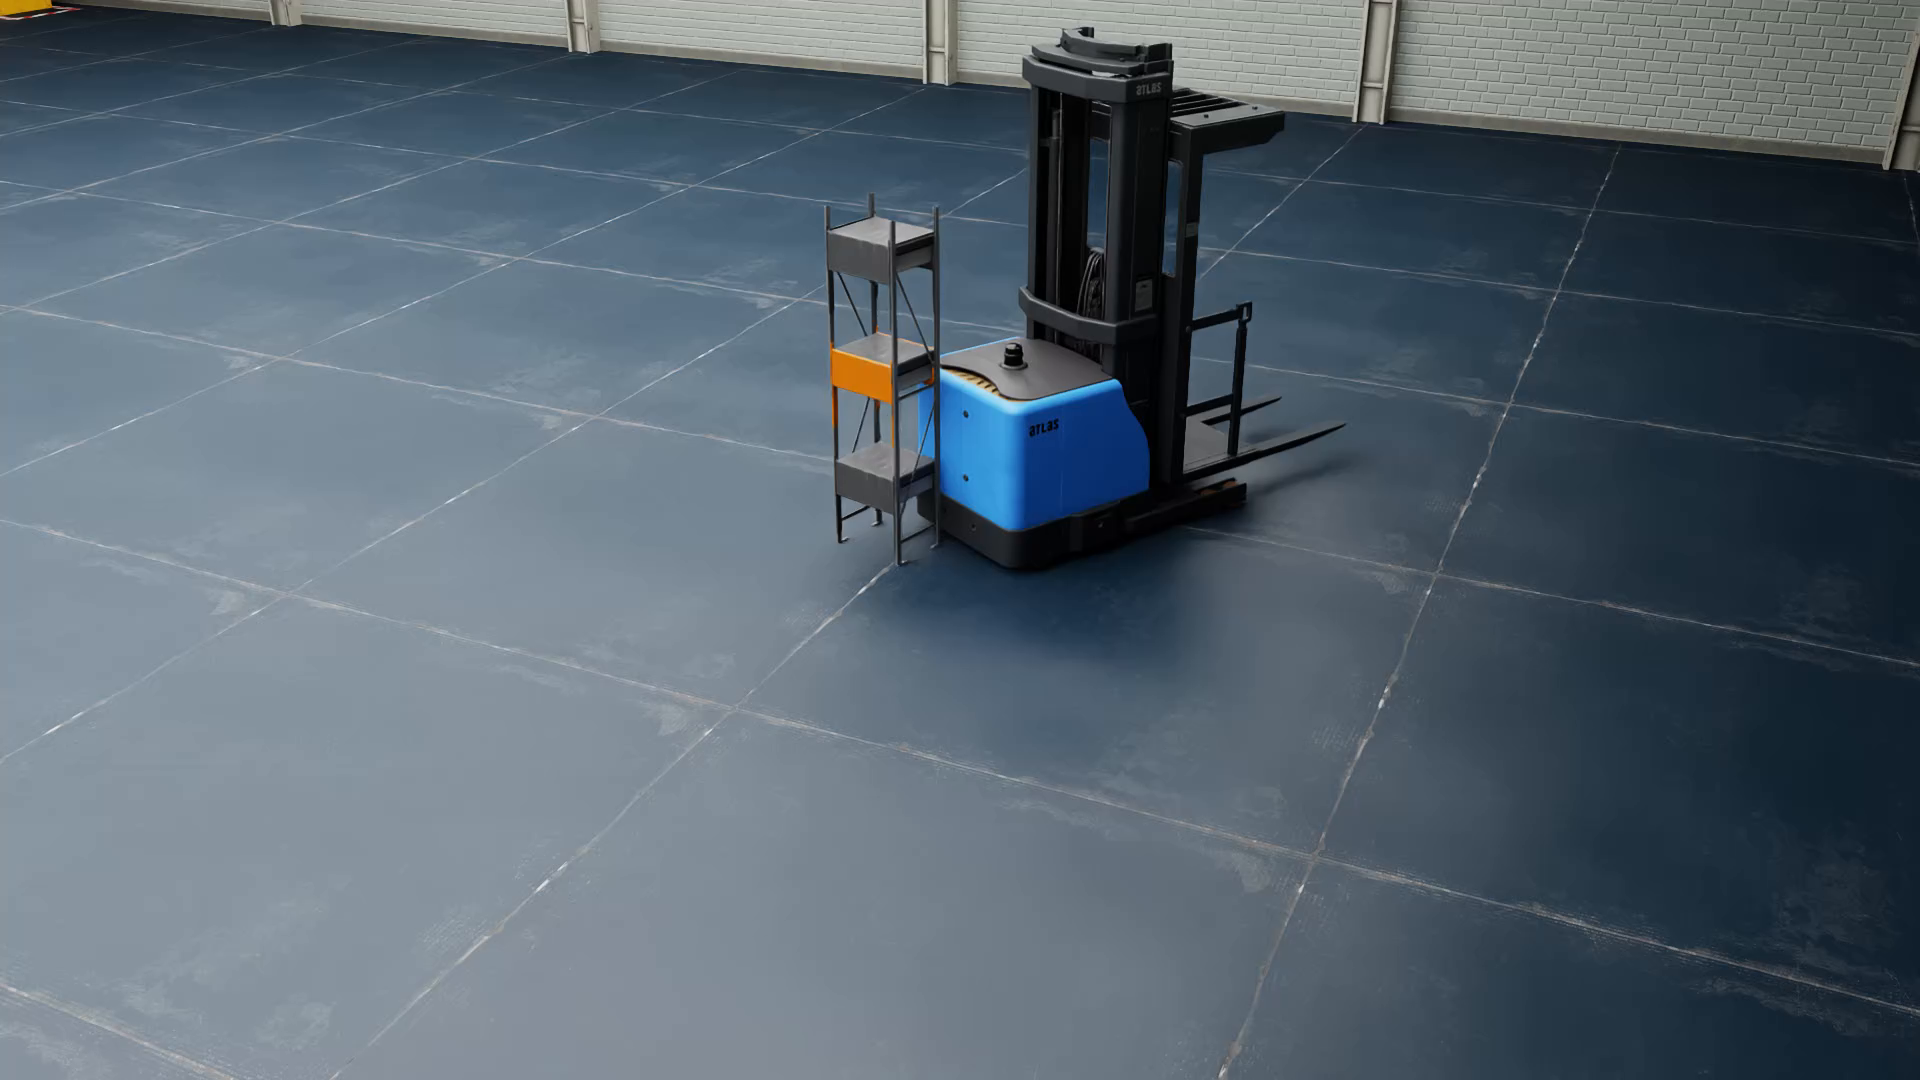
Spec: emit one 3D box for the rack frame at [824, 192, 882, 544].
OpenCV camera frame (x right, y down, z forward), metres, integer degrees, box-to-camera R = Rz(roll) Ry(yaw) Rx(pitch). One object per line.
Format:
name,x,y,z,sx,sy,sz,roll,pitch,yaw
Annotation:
rack frame,-0.626,-0.988,9.879,0.015,2.100,0.400,20,33,35

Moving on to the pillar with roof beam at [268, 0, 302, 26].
pillar with roof beam,-12.982,-10.897,22.195,0.400,9.000,9.100,11,28,22

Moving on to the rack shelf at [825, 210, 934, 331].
rack shelf,-0.438,-1.534,9.436,0.480,0.518,0.431,20,33,35

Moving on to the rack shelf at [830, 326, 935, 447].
rack shelf,-0.438,-0.906,9.745,0.480,0.518,0.431,20,33,35

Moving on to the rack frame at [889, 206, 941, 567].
rack frame,-0.250,-0.850,9.599,0.015,2.100,0.400,20,33,35

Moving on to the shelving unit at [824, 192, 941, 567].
shelving unit,-0.438,-0.919,9.739,0.503,2.100,0.431,20,33,35

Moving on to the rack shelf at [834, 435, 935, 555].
rack shelf,-0.438,-0.278,10.054,0.480,0.518,0.431,20,33,35

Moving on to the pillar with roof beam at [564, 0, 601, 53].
pillar with roof beam,-7.520,-9.800,19.967,0.400,9.000,9.100,11,28,22

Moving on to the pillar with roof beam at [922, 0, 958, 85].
pillar with roof beam,-2.058,-8.703,17.739,0.400,9.000,9.100,11,28,22

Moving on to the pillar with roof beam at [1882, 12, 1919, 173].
pillar with roof beam,8.865,-6.509,13.282,0.400,9.000,9.100,11,28,22

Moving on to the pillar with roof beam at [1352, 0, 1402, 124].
pillar with roof beam,3.404,-7.606,15.510,0.400,9.000,9.100,11,28,22

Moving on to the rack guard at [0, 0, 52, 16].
rack guard,-16.379,-9.418,28.813,0.348,0.500,1.175,11,28,22

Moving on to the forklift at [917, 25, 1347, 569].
forklift,1.223,-1.645,10.272,3.031,2.935,1.130,-18,31,-32
